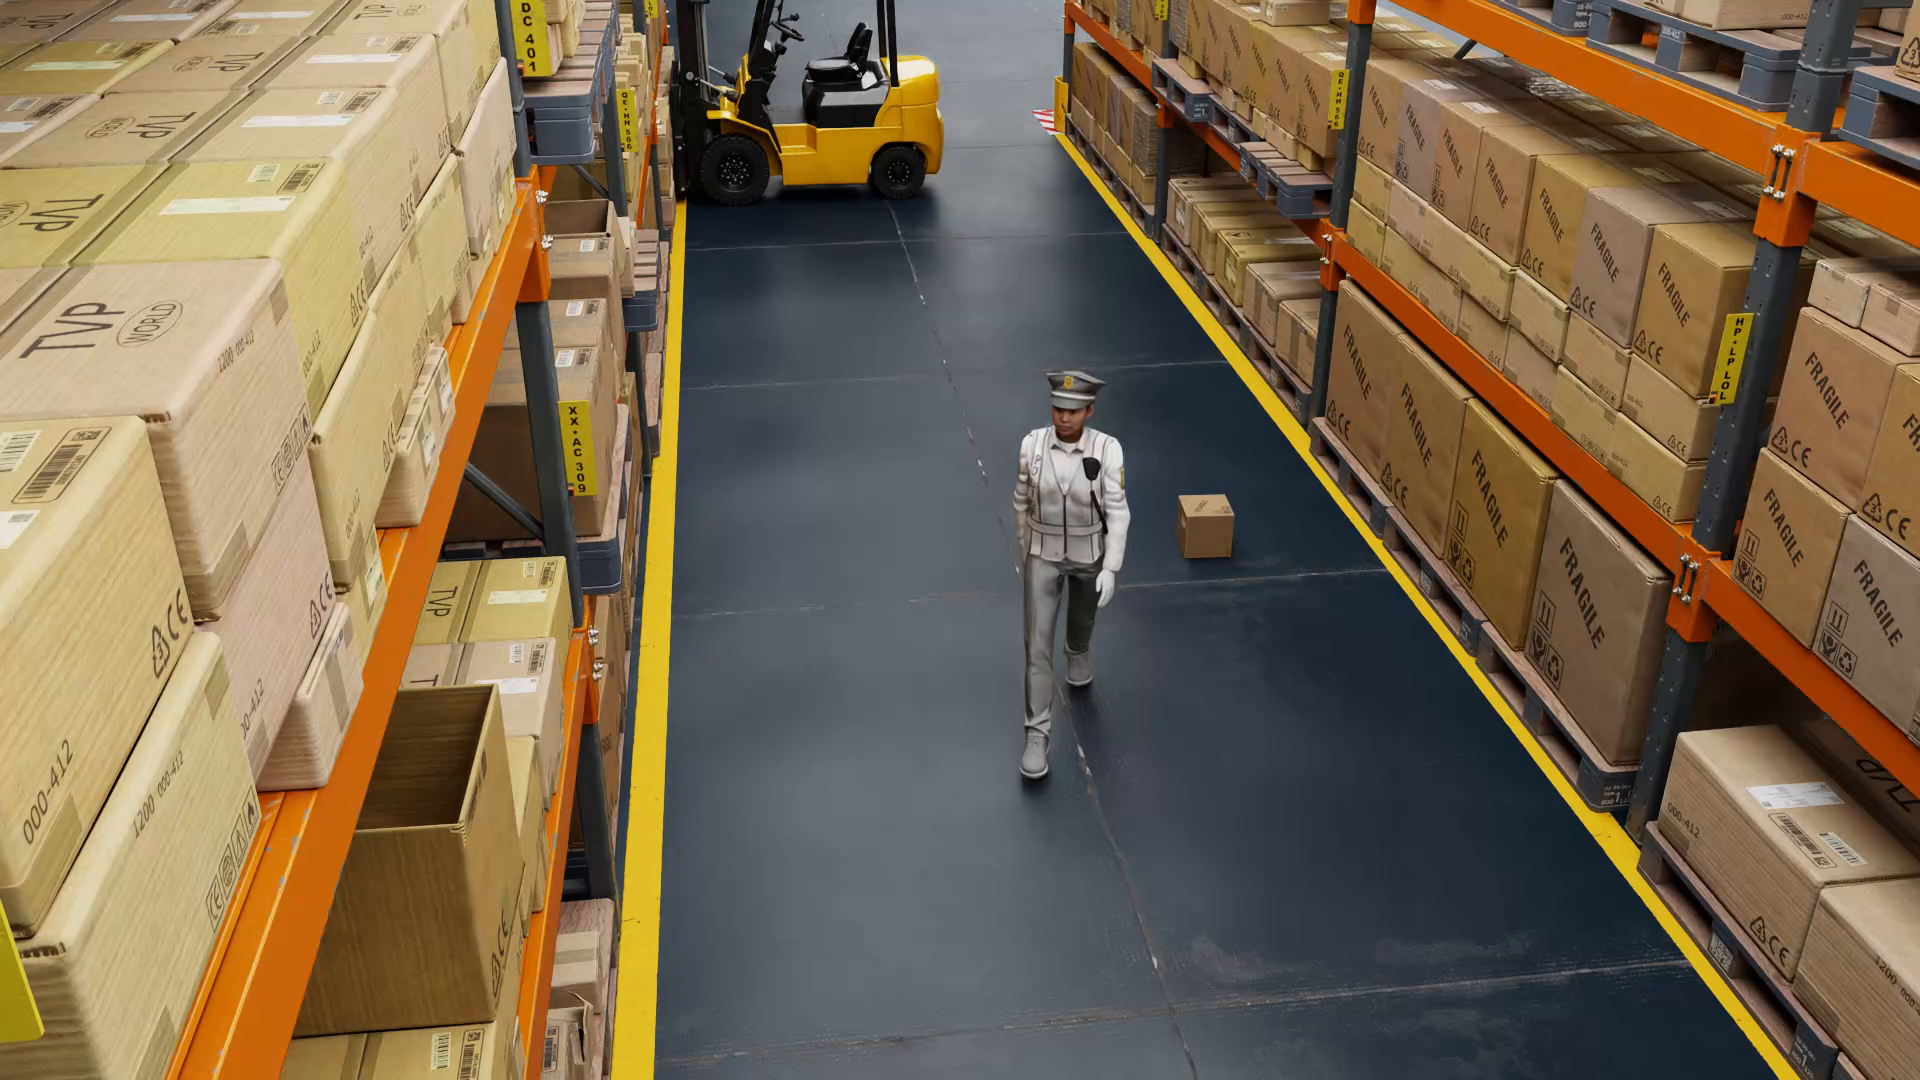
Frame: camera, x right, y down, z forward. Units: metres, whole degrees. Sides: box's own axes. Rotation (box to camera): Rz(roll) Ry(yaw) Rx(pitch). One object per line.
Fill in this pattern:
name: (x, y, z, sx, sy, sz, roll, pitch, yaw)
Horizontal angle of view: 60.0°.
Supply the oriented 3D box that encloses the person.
person: (0.453, 0.066, 6.928, 0.496, 1.621, 1.011, 3, 27, 6)
